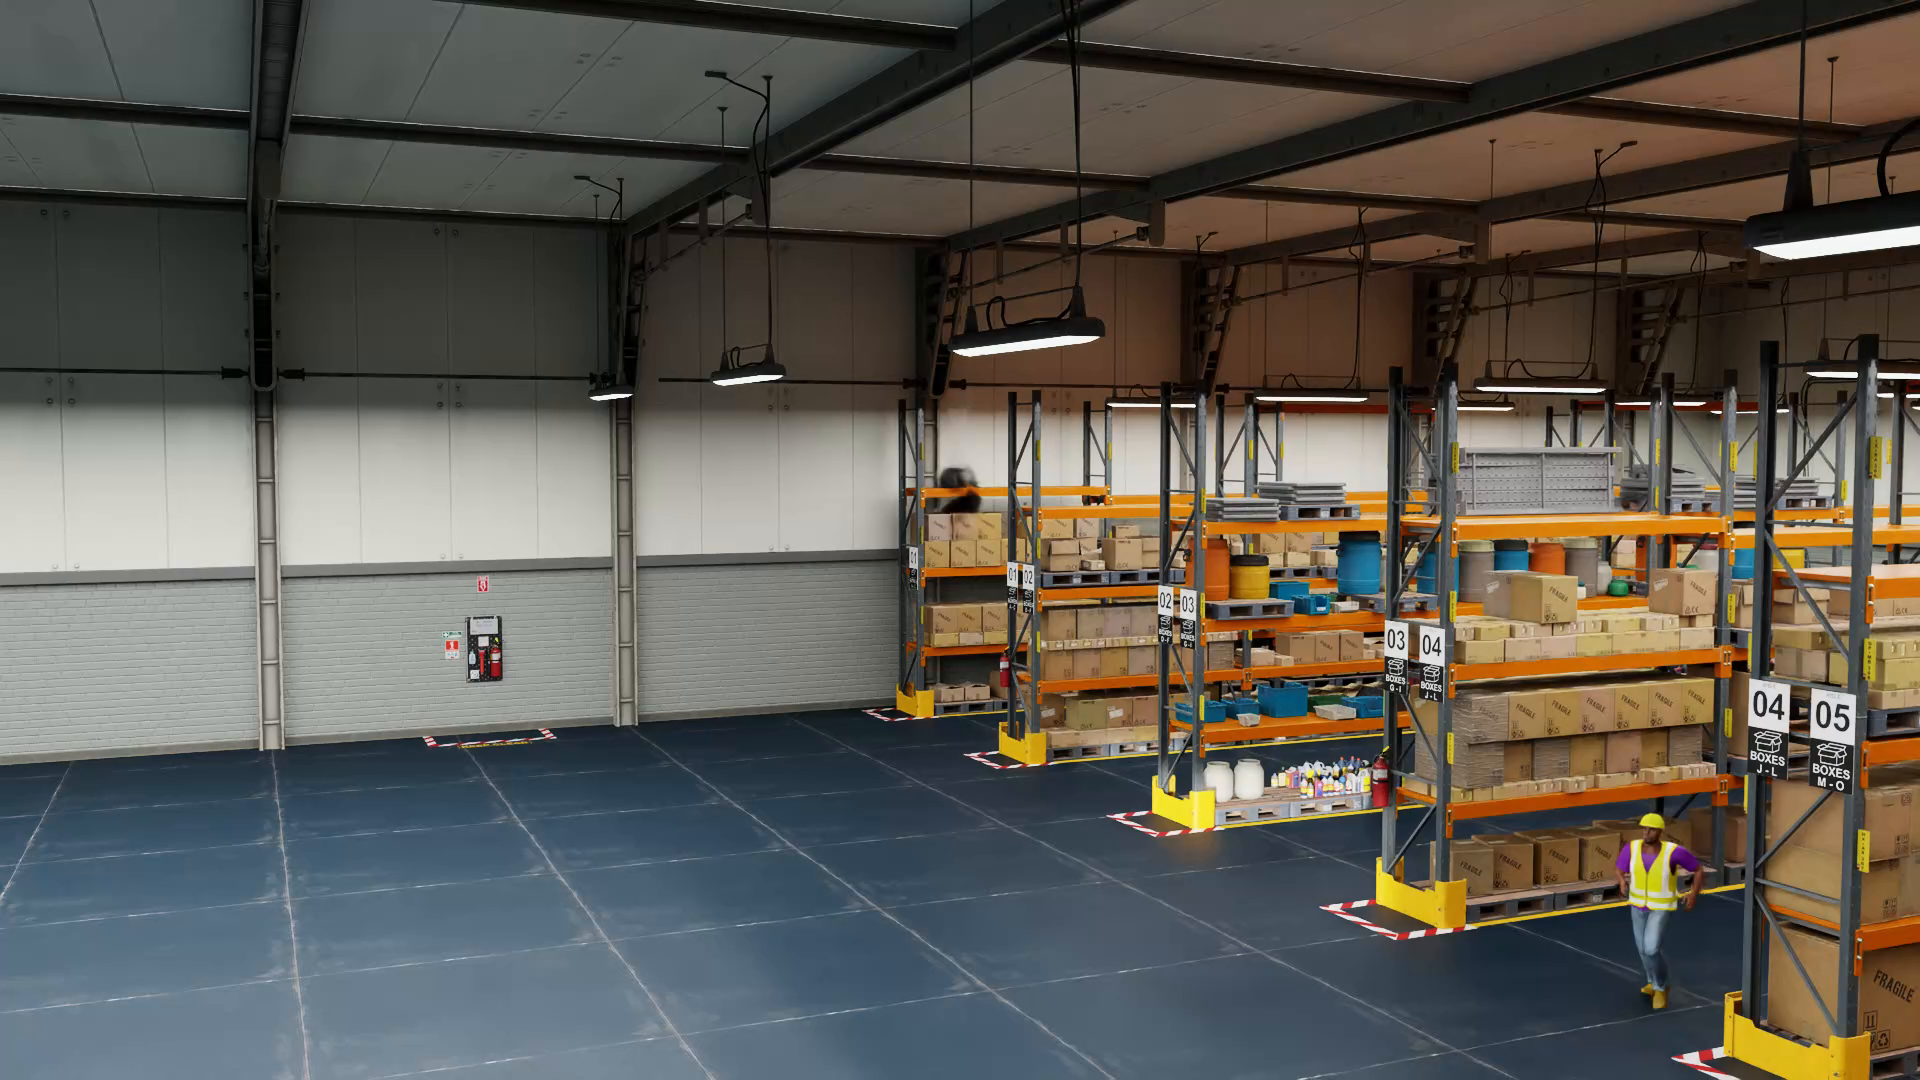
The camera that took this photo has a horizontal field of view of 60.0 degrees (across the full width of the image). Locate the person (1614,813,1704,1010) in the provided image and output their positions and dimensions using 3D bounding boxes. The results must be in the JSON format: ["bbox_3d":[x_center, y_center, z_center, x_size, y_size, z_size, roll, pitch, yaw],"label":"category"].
[{"bbox_3d":[6.353,3.407,15.253,0.716,1.814,0.717,-3,5,-44],"label":"person"}]
